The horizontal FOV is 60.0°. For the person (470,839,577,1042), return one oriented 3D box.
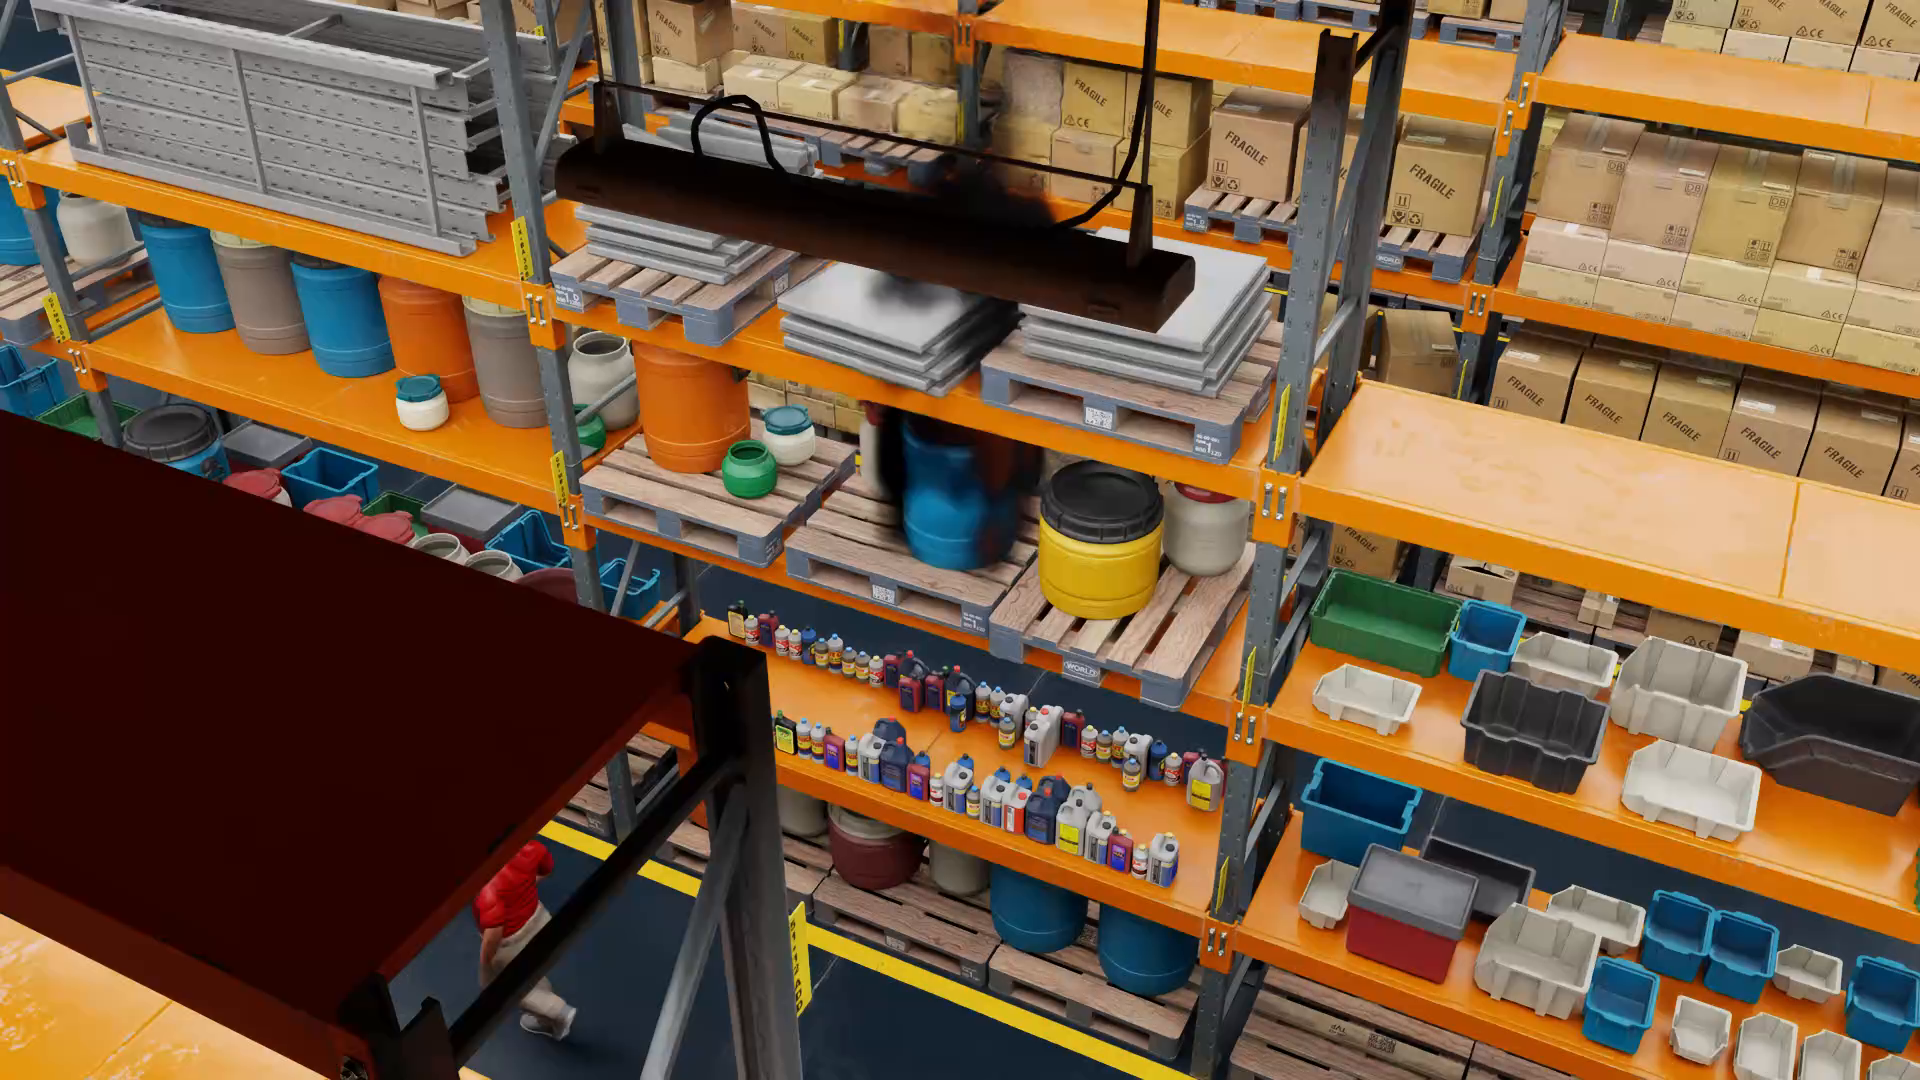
[{"bbox_3d":[-2.477,2.237,9.290,0.629,1.629,0.679,14,37,19],"label":"person"}]
